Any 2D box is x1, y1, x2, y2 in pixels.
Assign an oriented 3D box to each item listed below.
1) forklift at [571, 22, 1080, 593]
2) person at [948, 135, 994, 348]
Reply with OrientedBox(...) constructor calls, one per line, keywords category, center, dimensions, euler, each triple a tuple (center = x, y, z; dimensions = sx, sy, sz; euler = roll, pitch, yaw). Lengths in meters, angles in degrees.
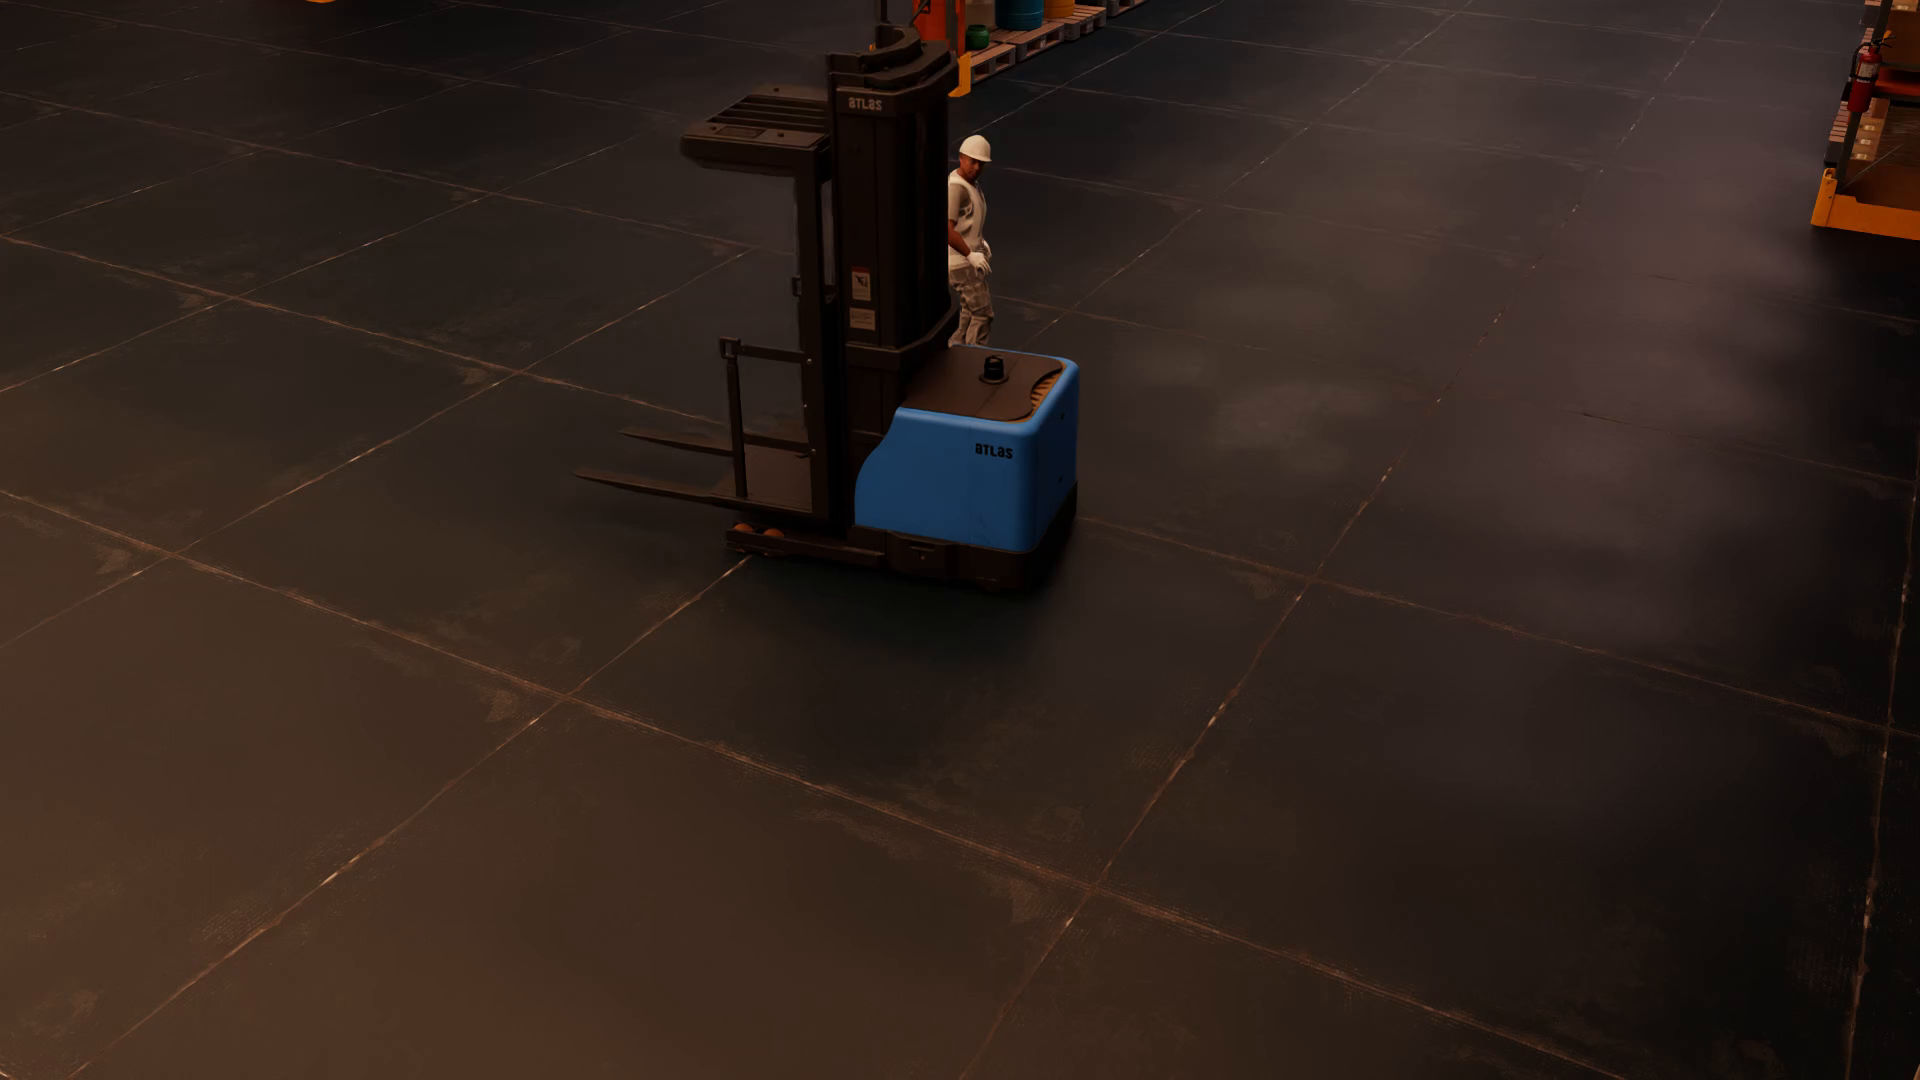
OrientedBox(category="forklift", center=(-0.865, -1.404, 9.503), dimensions=(3.031, 2.935, 1.130), euler=(10, 31, 16))
OrientedBox(category="person", center=(0.090, -1.969, 11.673), dimensions=(0.515, 1.746, 0.763), euler=(-1, 30, -1))
